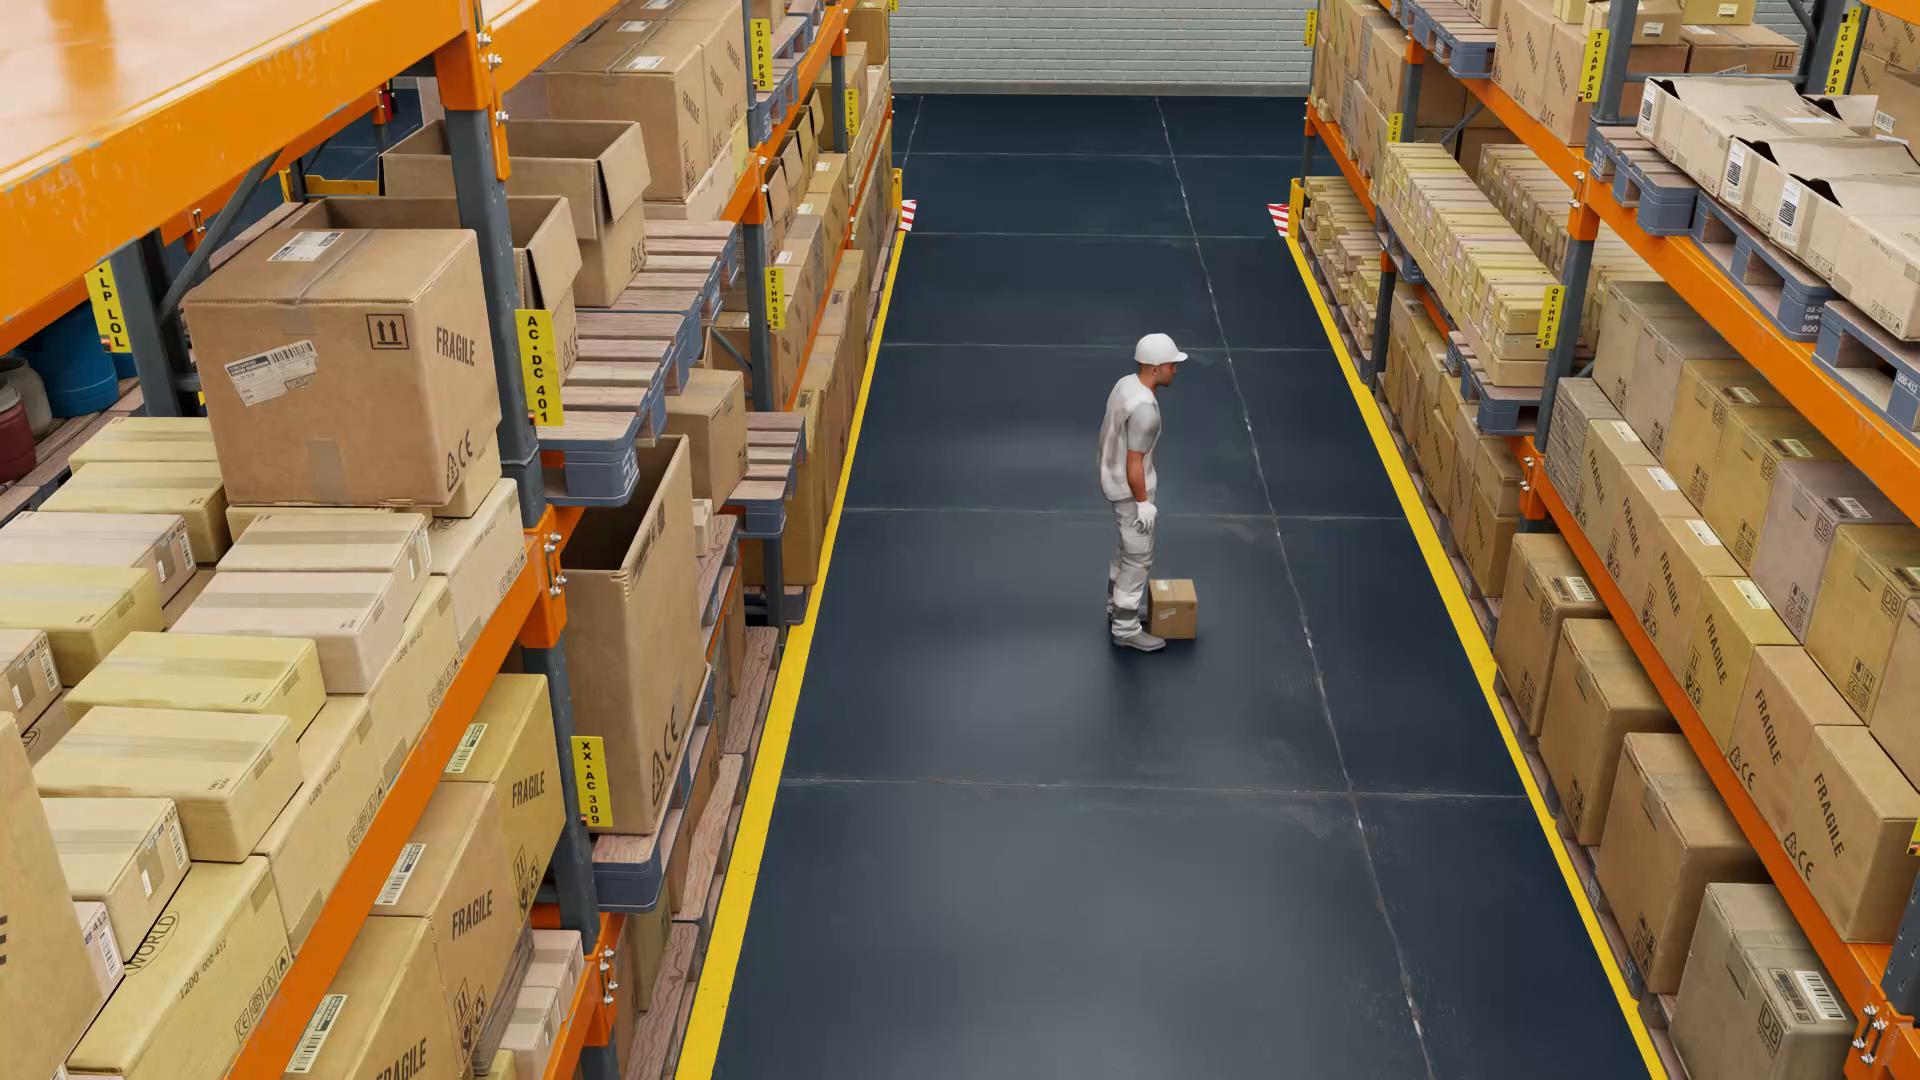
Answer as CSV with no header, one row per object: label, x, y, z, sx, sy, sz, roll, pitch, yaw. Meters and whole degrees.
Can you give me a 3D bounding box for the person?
person,0.981,-0.281,9.142,0.453,1.777,0.608,0,28,-1
